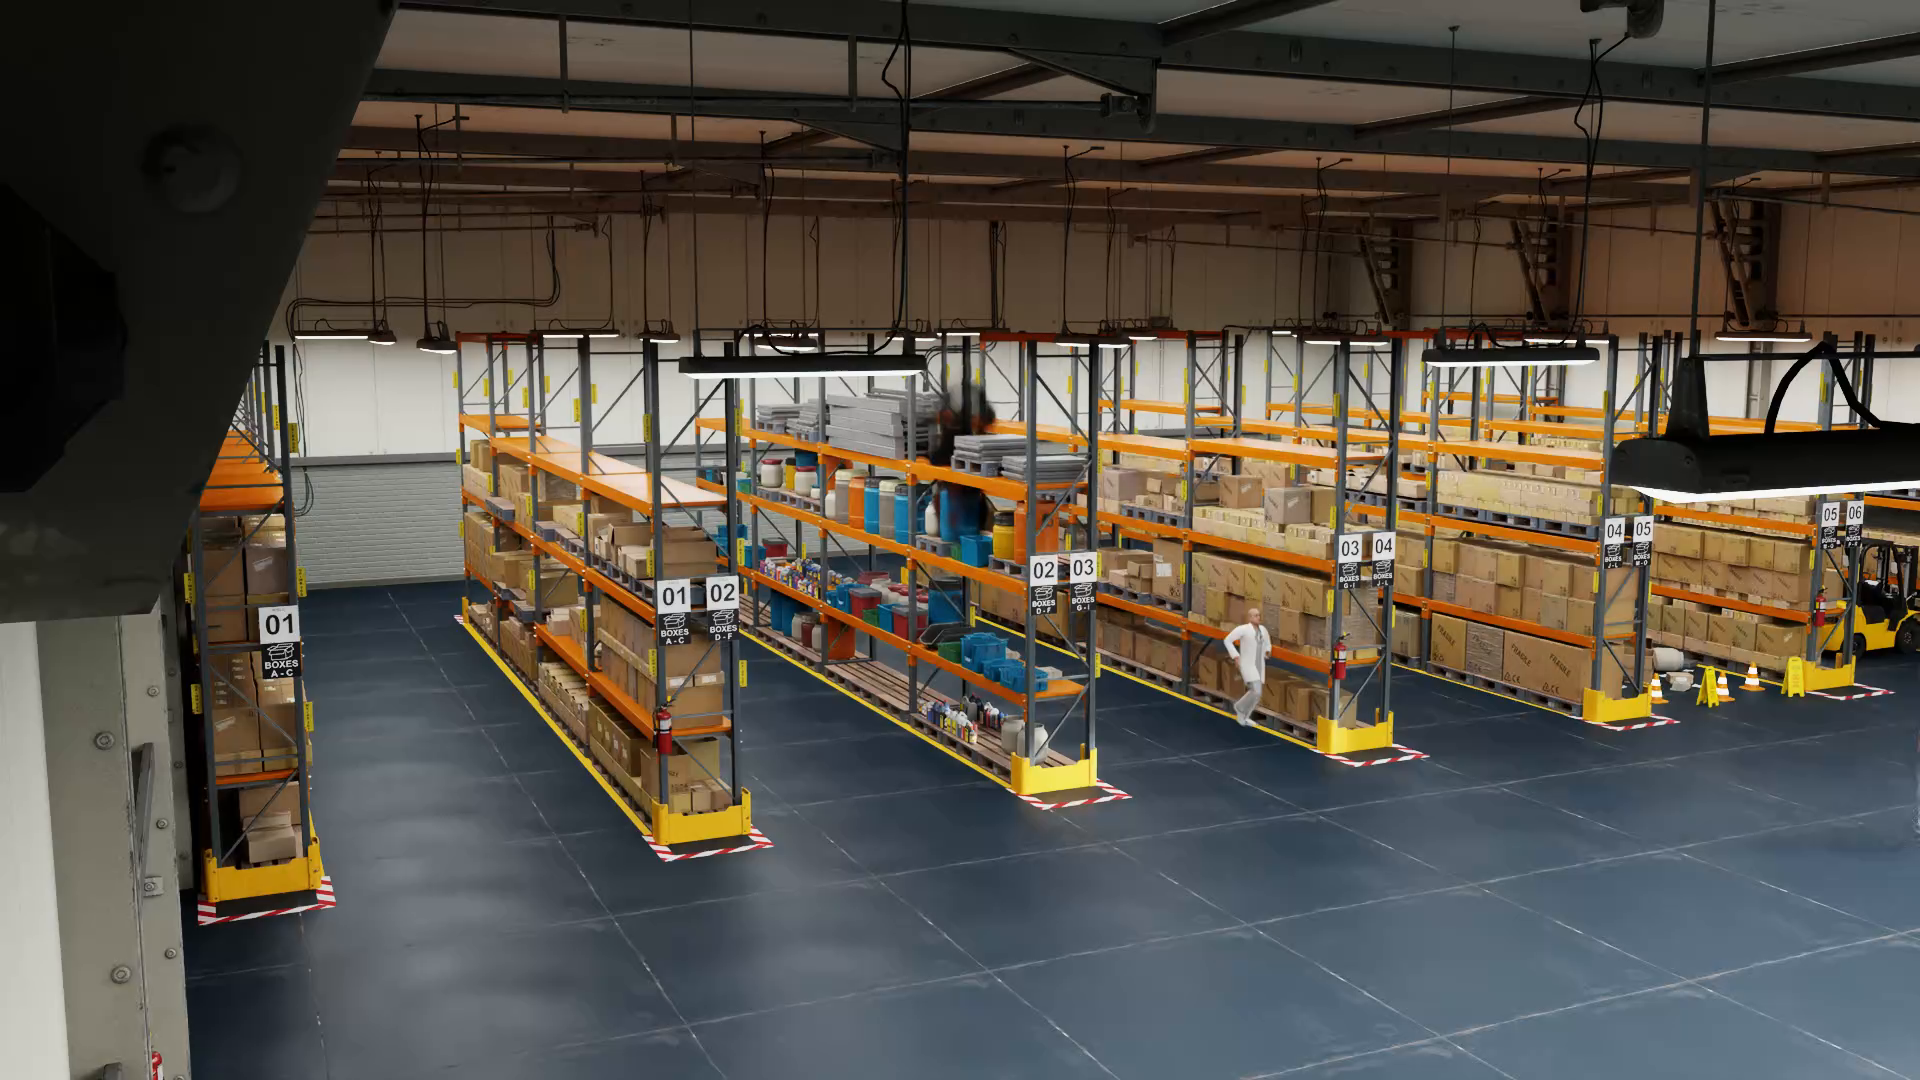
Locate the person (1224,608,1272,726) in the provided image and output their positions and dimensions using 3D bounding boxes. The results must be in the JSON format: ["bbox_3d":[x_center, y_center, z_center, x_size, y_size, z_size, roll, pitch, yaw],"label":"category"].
[{"bbox_3d":[4.330,1.886,24.494,0.703,1.757,0.633,-5,9,-33],"label":"person"}]
